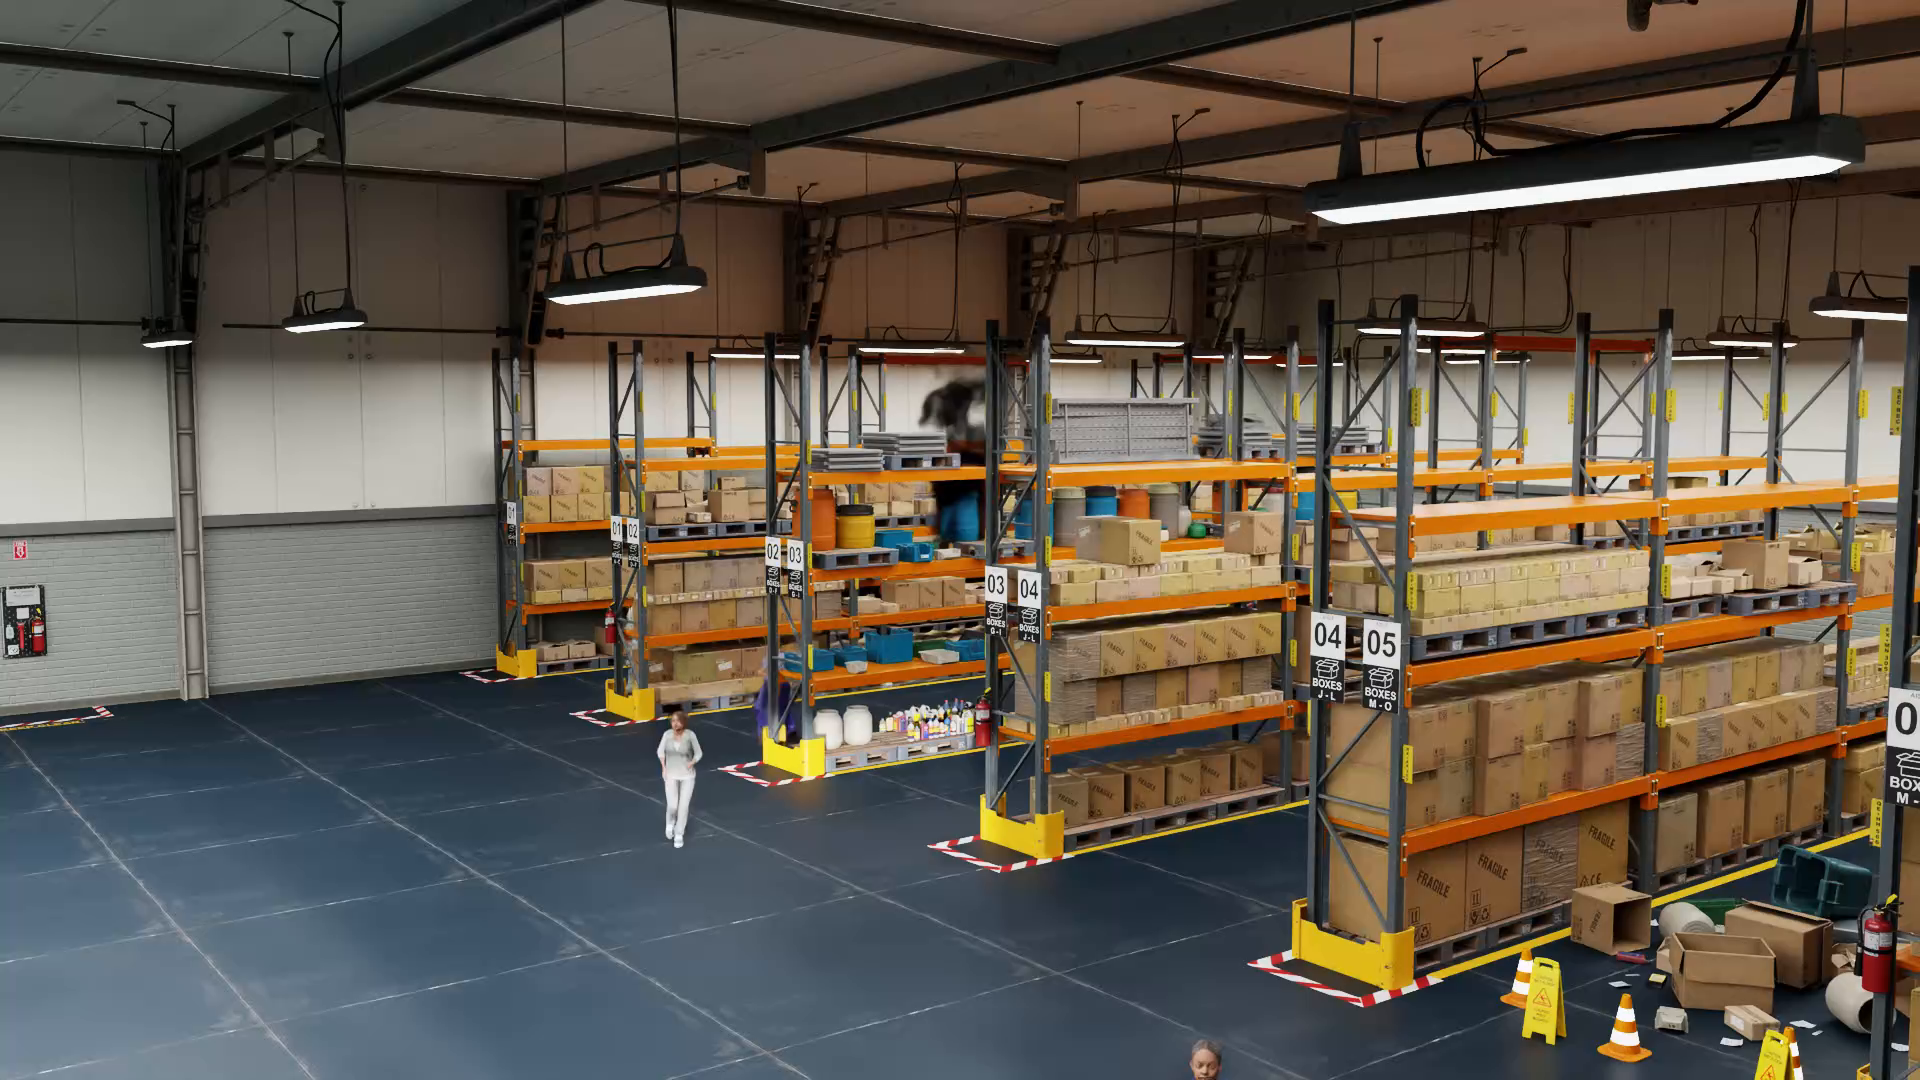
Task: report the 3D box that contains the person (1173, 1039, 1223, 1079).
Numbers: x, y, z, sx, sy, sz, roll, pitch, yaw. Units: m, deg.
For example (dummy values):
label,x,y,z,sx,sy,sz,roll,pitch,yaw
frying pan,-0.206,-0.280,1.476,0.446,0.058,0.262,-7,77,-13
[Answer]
label,x,y,z,sx,sy,sz,roll,pitch,yaw
person,1.340,3.547,9.103,0.584,1.674,0.777,1,5,12

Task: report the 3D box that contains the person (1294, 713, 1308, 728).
label,x,y,z,sx,sy,sz,roll,pitch,yaw
person,5.063,2.106,25.060,0.726,1.789,0.662,-4,6,-39

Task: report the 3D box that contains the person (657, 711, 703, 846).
label,x,y,z,sx,sy,sz,roll,pitch,yaw
person,-3.193,2.725,18.937,0.521,1.568,0.541,0,5,-5

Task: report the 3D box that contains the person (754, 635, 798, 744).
label,x,y,z,sx,sy,sz,roll,pitch,yaw
person,-2.691,2.219,24.577,0.740,1.705,0.591,-4,7,-40

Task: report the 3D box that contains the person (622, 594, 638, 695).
label,x,y,z,sx,sy,sz,roll,pitch,yaw
person,-5.528,1.768,28.722,0.804,1.778,0.698,-5,7,-43
